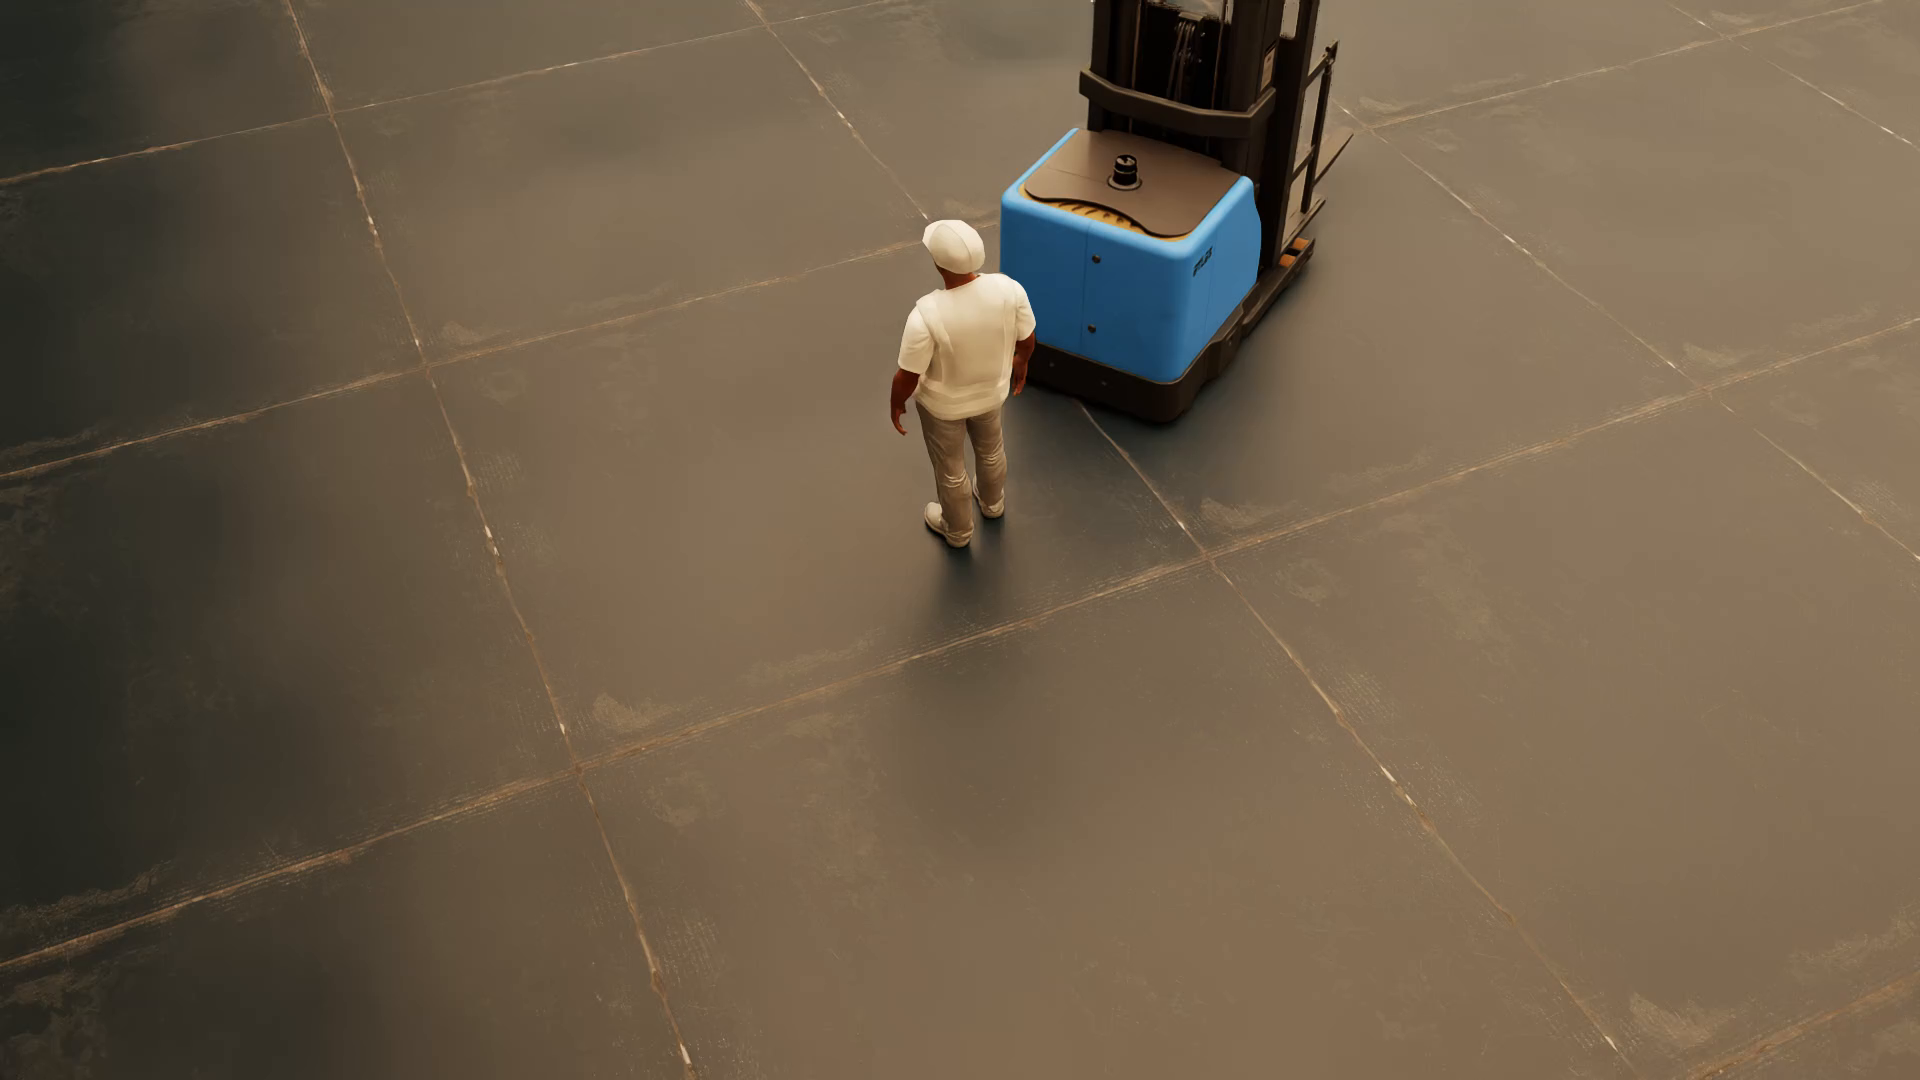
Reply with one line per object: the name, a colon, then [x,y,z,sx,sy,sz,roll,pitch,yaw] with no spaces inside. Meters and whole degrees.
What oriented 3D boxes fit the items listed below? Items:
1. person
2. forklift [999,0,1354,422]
person: [-0.024,-0.696,7.268,0.666,1.765,0.577,-18,46,-18]
forklift: [1.363,-2.658,8.528,1.130,2.935,3.031,22,47,22]
